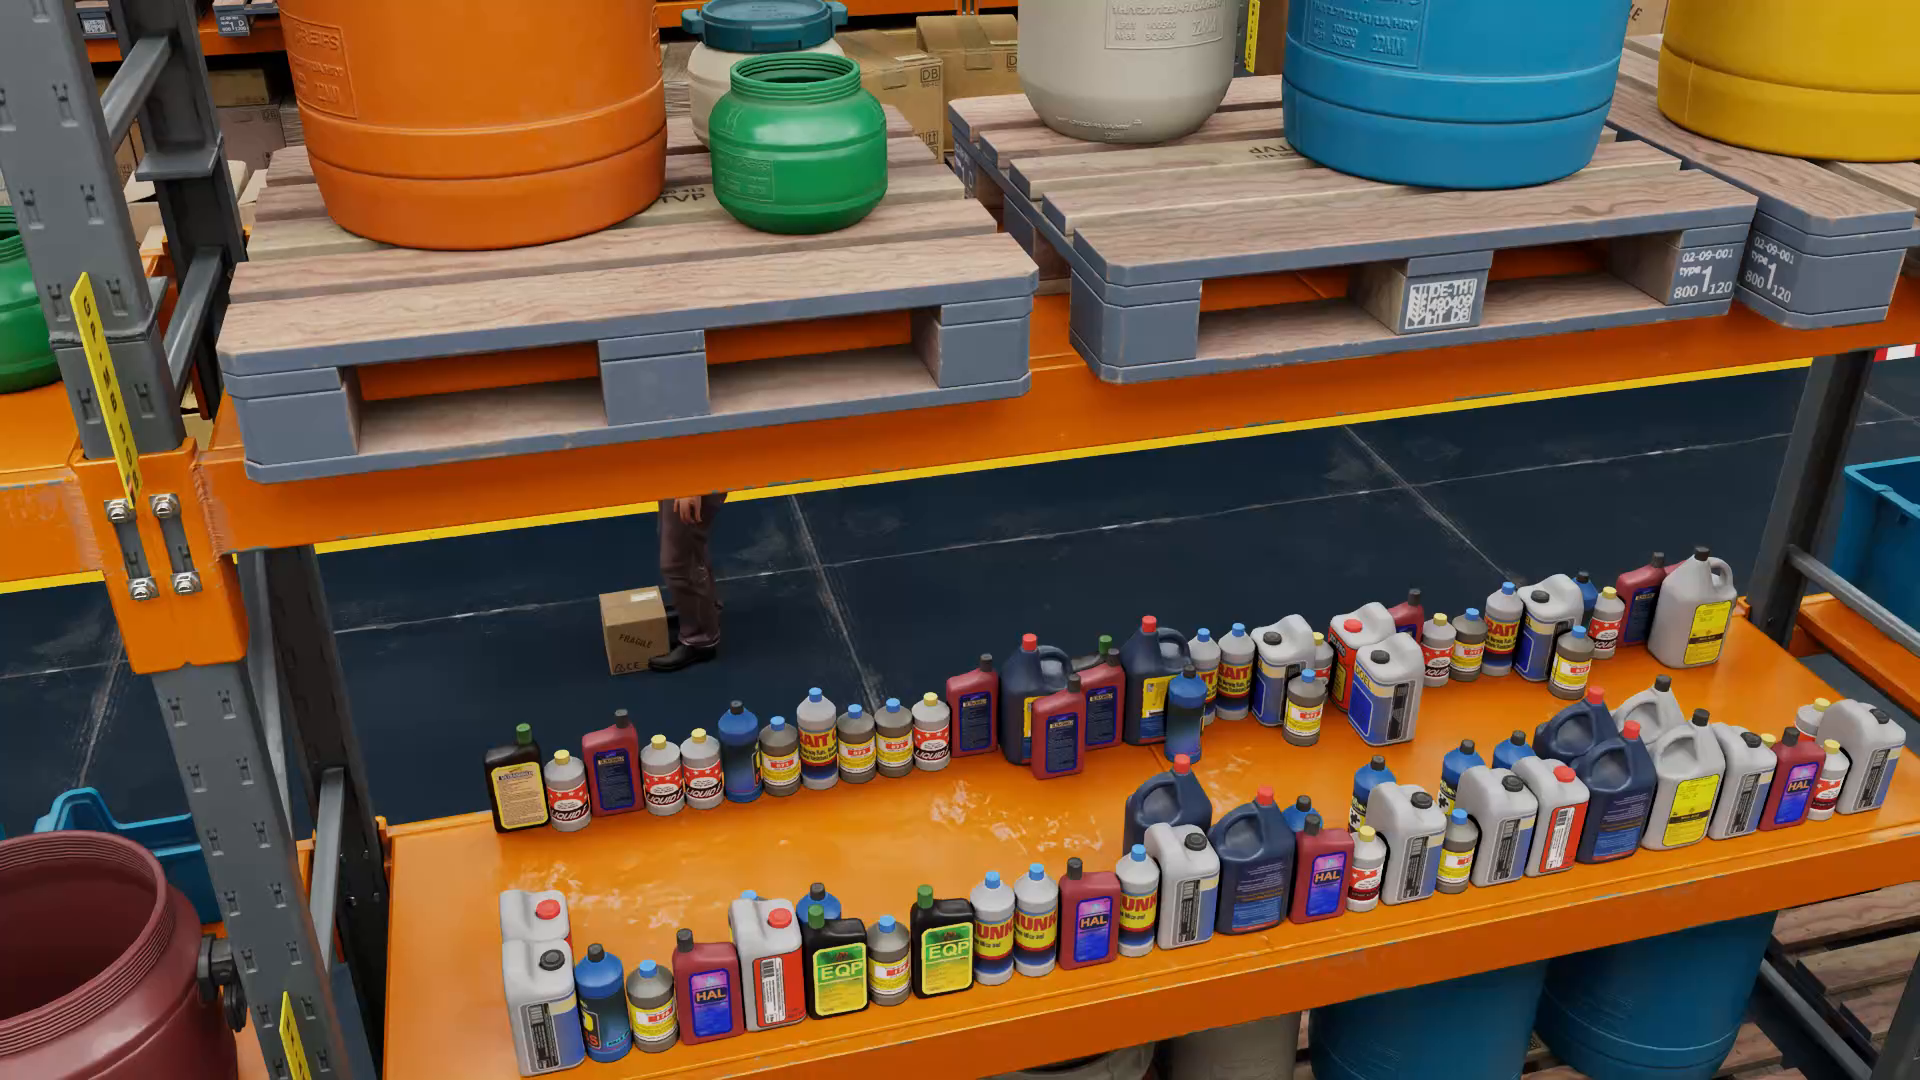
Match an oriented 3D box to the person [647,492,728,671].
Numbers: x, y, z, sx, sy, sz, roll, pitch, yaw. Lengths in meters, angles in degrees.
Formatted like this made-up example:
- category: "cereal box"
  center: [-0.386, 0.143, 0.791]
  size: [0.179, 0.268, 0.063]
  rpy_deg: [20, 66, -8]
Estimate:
- category: "person"
  center: [-1.114, -0.292, 6.658]
  size: [0.474, 1.720, 0.593]
  rpy_deg: [-10, 31, -16]
